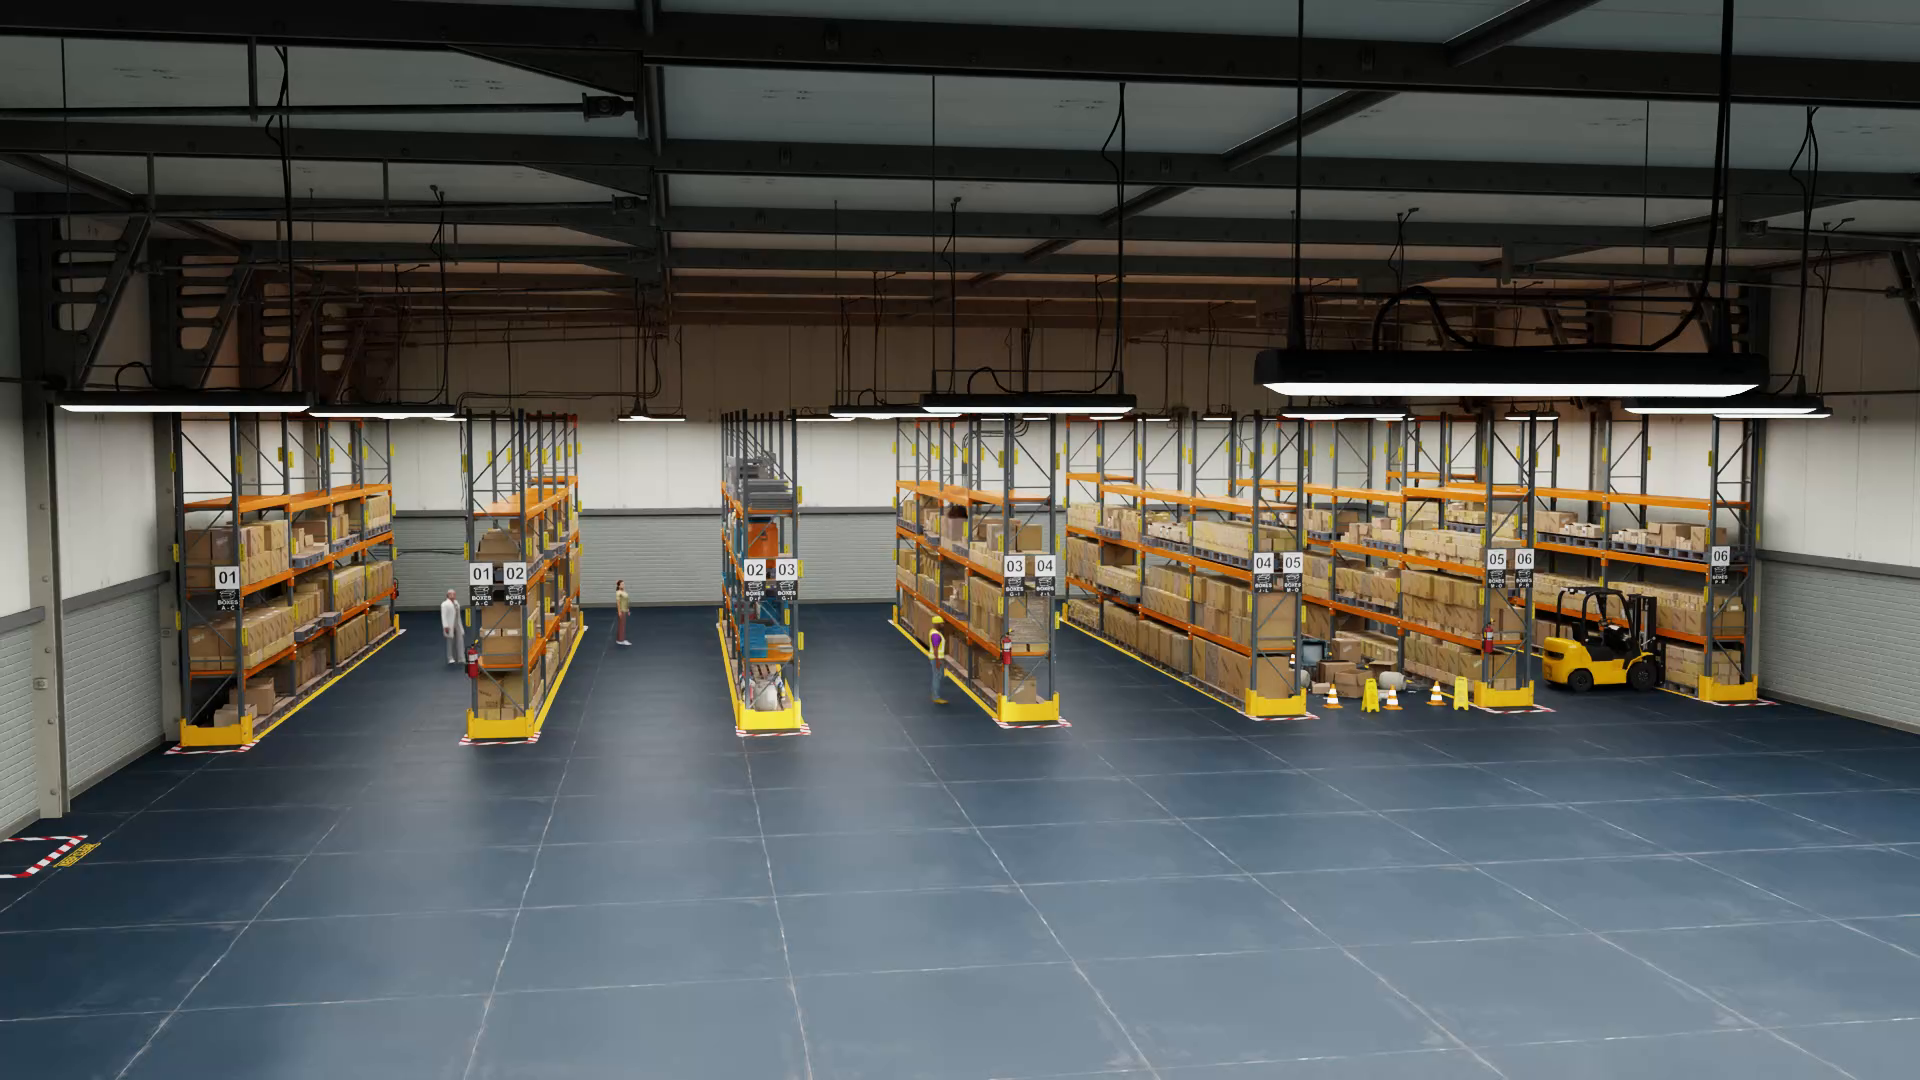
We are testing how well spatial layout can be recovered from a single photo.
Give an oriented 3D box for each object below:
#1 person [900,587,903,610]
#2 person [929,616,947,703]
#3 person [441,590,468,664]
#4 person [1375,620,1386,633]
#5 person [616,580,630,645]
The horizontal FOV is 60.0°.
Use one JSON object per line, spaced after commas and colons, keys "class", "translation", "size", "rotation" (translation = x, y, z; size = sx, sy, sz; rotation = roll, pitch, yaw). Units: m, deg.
{"class": "person", "translation": [-1.614, 1.357, 49.763], "size": [0.546, 1.763, 0.645], "rotation": [2, 4, 24]}
{"class": "person", "translation": [-0.456, 2.493, 34.228], "size": [0.378, 1.848, 0.650], "rotation": [0, 4, 0]}
{"class": "person", "translation": [-12.071, 2.076, 39.693], "size": [0.586, 1.778, 0.662], "rotation": [-4, 5, -42]}
{"class": "person", "translation": [11.408, 1.726, 45.342], "size": [0.432, 1.690, 0.507], "rotation": [1, 4, 8]}
{"class": "person", "translation": [-8.788, 1.878, 43.320], "size": [0.369, 1.679, 0.479], "rotation": [0, 4, 0]}
